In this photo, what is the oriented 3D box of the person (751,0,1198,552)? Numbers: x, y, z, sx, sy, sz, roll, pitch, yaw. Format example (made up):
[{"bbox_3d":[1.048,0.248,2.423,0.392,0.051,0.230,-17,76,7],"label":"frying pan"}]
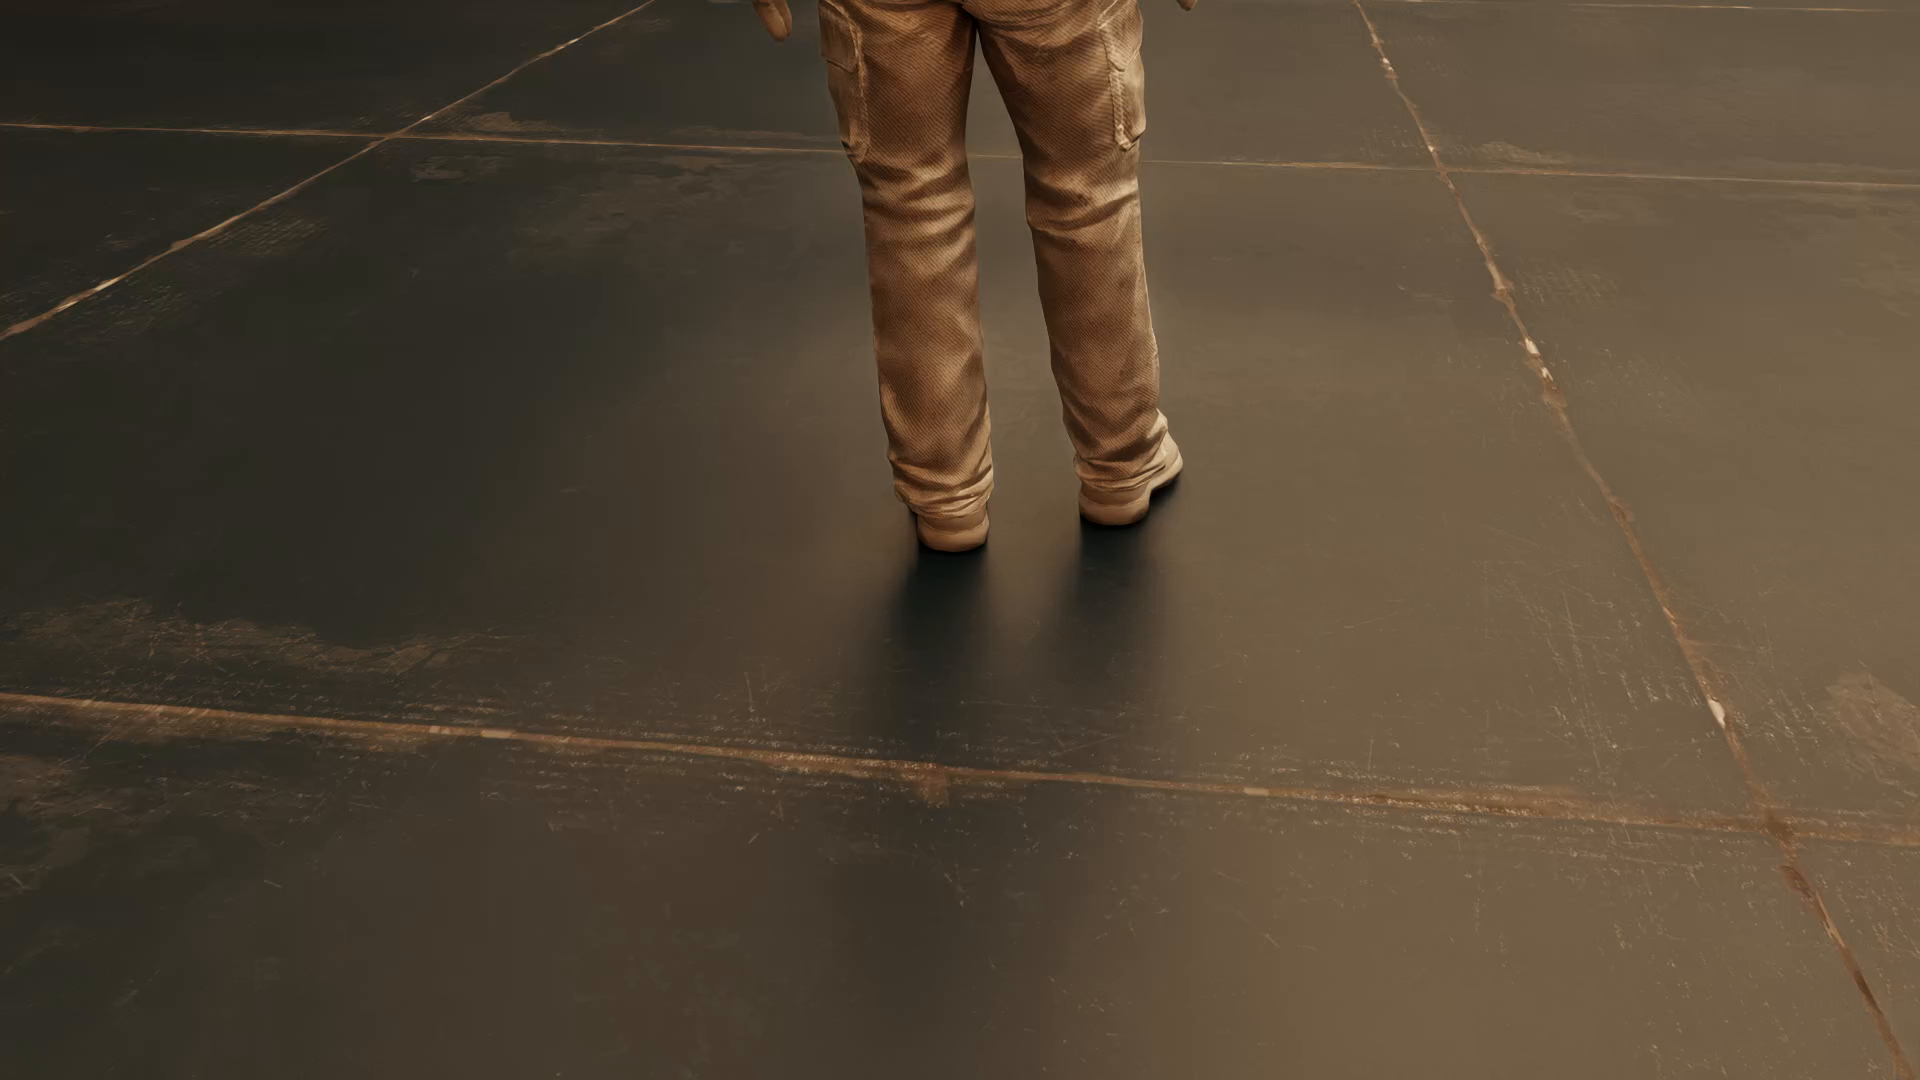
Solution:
[{"bbox_3d":[0.018,-0.836,2.161,0.656,1.781,0.577,3,27,7],"label":"person"}]
